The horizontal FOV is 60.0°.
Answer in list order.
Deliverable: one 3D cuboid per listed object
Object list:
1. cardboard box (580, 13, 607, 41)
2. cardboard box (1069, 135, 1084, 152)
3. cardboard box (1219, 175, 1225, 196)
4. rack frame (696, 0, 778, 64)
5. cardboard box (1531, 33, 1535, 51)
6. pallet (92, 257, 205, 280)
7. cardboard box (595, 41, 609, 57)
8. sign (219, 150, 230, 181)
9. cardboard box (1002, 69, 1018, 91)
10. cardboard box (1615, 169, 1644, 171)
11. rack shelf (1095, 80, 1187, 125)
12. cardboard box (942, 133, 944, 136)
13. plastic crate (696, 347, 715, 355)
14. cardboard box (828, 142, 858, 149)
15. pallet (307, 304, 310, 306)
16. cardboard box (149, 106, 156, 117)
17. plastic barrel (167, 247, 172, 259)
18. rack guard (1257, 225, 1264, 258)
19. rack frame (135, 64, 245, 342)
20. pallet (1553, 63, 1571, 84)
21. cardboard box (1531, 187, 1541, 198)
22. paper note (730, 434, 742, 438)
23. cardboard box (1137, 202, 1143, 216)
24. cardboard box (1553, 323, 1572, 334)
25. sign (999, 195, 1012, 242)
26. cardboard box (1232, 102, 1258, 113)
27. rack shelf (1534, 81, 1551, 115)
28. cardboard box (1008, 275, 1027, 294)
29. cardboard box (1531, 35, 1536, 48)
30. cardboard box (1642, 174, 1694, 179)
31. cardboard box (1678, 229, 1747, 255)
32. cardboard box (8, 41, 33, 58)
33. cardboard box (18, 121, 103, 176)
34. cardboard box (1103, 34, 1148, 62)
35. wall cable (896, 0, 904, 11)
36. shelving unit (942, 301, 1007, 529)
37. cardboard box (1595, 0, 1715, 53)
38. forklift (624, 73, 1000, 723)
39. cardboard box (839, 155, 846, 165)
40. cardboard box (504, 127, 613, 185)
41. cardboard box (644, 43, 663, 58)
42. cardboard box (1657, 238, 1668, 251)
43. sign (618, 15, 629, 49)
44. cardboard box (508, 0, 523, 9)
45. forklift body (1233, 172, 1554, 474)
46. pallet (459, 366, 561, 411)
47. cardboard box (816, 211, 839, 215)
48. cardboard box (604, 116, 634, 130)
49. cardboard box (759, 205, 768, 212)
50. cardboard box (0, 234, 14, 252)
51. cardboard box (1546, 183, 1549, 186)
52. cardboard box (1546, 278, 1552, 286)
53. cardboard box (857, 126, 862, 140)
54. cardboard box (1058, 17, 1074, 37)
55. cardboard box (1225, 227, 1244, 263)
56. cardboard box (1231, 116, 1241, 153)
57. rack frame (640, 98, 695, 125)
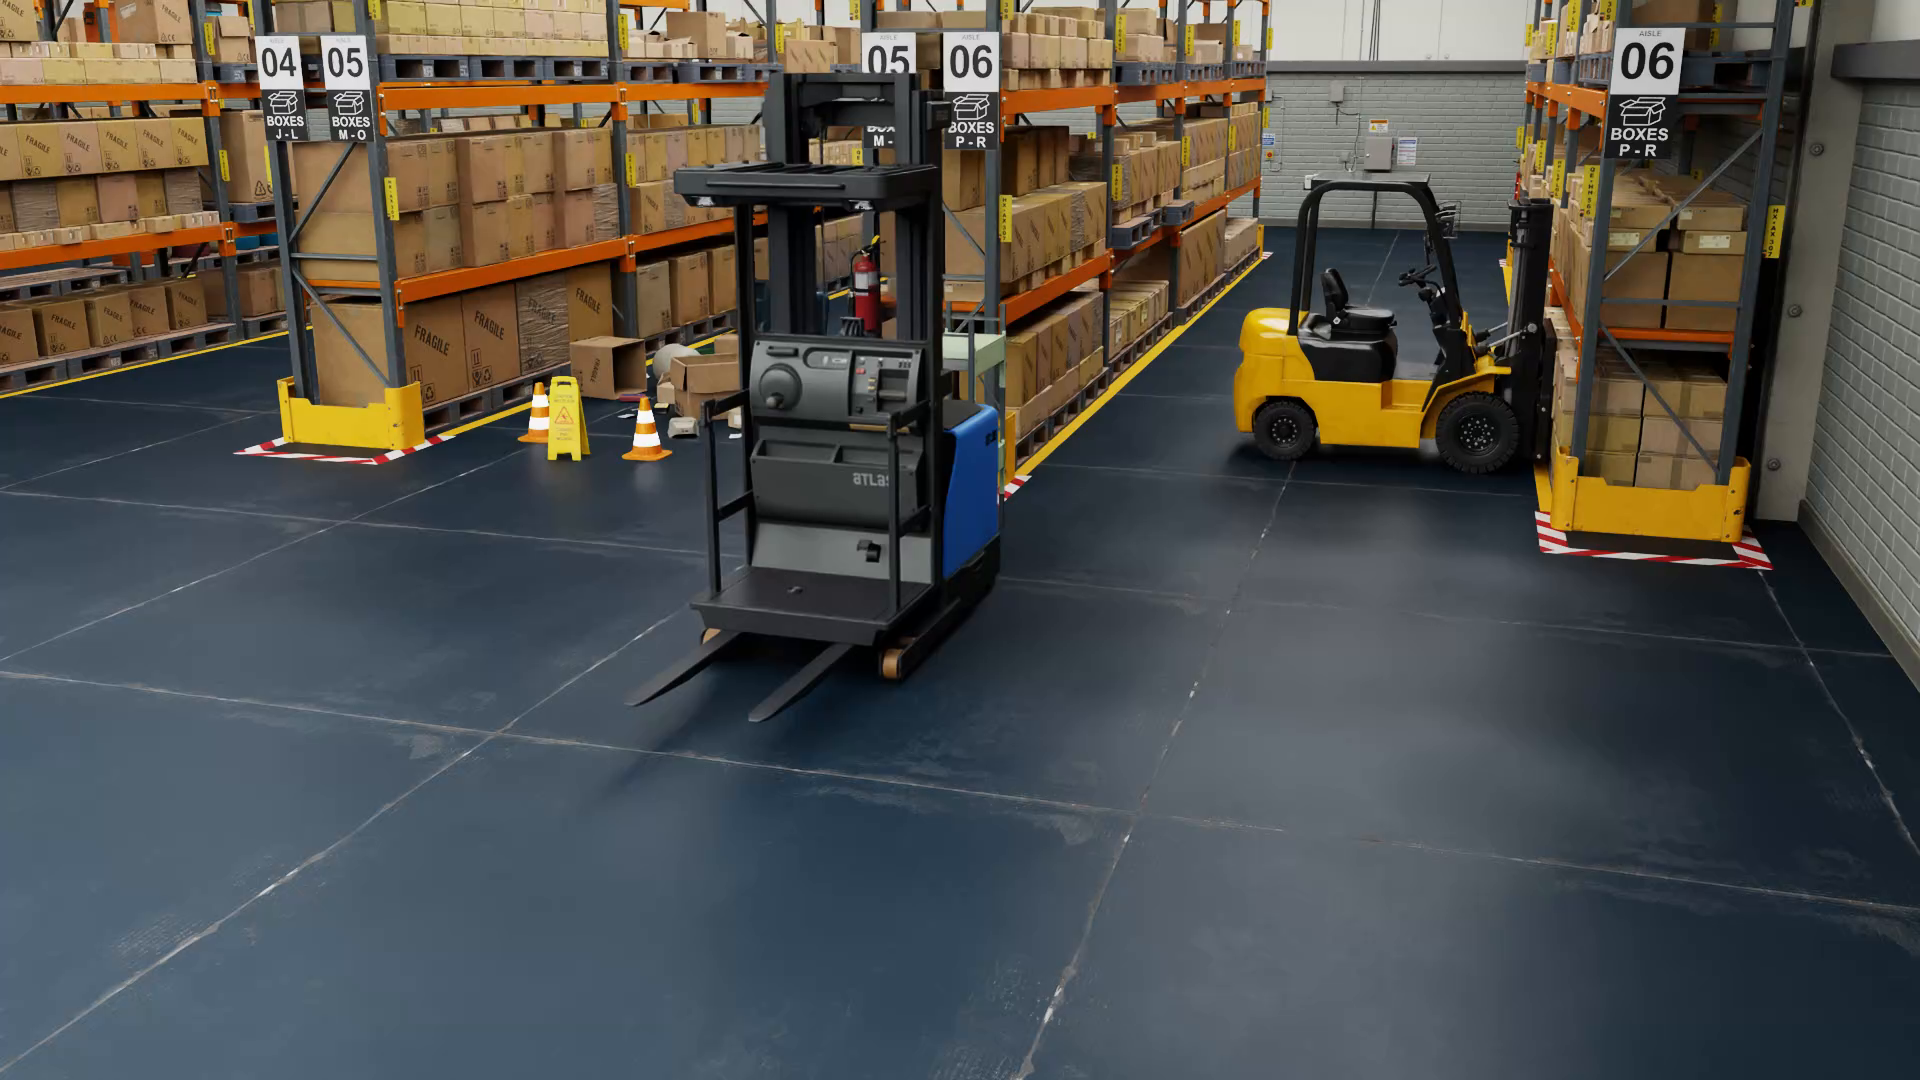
[{"bbox_3d":[-3.735,-4.922,15.965,0.500,0.250,0.500,4,16,15],"label":"cardboard box"},{"bbox_3d":[1.032,-3.974,16.656,0.380,0.149,0.250,4,16,14],"label":"cardboard box"},{"bbox_3d":[3.321,-4.833,22.646,0.500,0.250,0.500,4,16,15],"label":"cardboard box"},{"bbox_3d":[-2.704,-7.239,19.860,1.000,3.000,0.127,5,16,16],"label":"rack frame"},{"bbox_3d":[8.574,-7.231,24.142,0.500,0.250,0.500,5,16,15],"label":"cardboard box"},{"bbox_3d":[-11.996,-4.016,24.601,1.003,0.211,1.213,5,16,16],"label":"pallet"},{"bbox_3d":[-3.638,-4.759,16.120,0.380,0.149,0.250,5,16,16],"label":"cardboard box"},{"bbox_3d":[-8.045,-4.094,18.179,0.100,0.325,0.005,5,16,16],"label":"sign"},{"bbox_3d":[0.202,-3.286,11.882,0.380,0.149,0.250,5,16,16],"label":"cardboard box"},{"bbox_3d":[6.833,-3.731,17.114,0.380,0.149,0.250,5,16,16],"label":"cardboard box"},{"bbox_3d":[1.502,-4.569,17.263,1.077,0.370,4.000,5,16,16],"label":"rack shelf"},{"bbox_3d":[-0.070,-2.999,13.343,0.700,0.500,0.500,4,16,15],"label":"cardboard box"},{"bbox_3d":[-2.634,-1.834,16.847,0.662,0.188,0.450,-15,11,-41],"label":"plastic crate"},{"bbox_3d":[-1.645,-5.509,23.355,0.380,0.149,0.250,4,16,14],"label":"cardboard box"},{"bbox_3d":[-8.003,-2.900,20.667,1.003,0.211,1.213,5,16,16],"label":"pallet"},{"bbox_3d":[-14.949,-7.615,30.164,0.500,0.500,0.500,5,17,18],"label":"cardboard box"},{"bbox_3d":[-11.982,-4.437,24.766,0.421,0.512,0.421,0,16,0],"label":"plastic barrel"},{"bbox_3d":[4.351,-4.892,27.161,1.175,0.500,0.348,5,16,16],"label":"rack guard"},{"bbox_3d":[-8.568,-3.717,18.439,1.000,3.000,0.127,5,16,16],"label":"rack frame"},{"bbox_3d":[6.723,-4.779,17.031,1.213,0.211,1.003,5,17,18],"label":"pallet"},{"bbox_3d":[6.649,-3.894,18.753,0.380,0.149,0.250,5,17,17],"label":"cardboard box"},{"bbox_3d":[-1.843,-0.876,13.861,0.148,0.019,0.142,-1,16,-3],"label":"paper note"},{"bbox_3d":[1.665,-3.424,17.093,0.380,0.149,0.250,5,17,16],"label":"cardboard box"},{"bbox_3d":[4.970,-1.559,13.266,0.500,0.250,0.500,5,17,18],"label":"cardboard box"},{"bbox_3d":[0.317,-2.277,11.773,0.100,0.325,0.005,5,16,16],"label":"sign"},{"bbox_3d":[4.392,-6.678,25.672,0.380,0.149,0.250,4,16,15],"label":"cardboard box"},{"bbox_3d":[7.399,-5.232,19.599,1.077,0.370,4.000,5,16,16],"label":"rack shelf"},{"bbox_3d":[0.303,-1.985,12.790,0.380,0.149,0.250,4,16,14],"label":"cardboard box"},{"bbox_3d":[7.462,-6.329,21.113,0.380,0.149,0.250,5,17,17],"label":"cardboard box"},{"bbox_3d":[5.893,-2.961,13.856,0.380,0.149,0.250,5,16,16],"label":"cardboard box"},{"bbox_3d":[4.902,-1.947,10.826,0.380,0.149,0.250,4,16,14],"label":"cardboard box"},{"bbox_3d":[-9.002,-4.625,15.687,0.380,0.149,0.250,4,16,13],"label":"cardboard box"},{"bbox_3d":[-8.861,-3.858,16.375,0.500,0.500,0.500,5,16,16],"label":"cardboard box"},{"bbox_3d":[1.484,-4.644,15.712,0.500,0.250,0.500,4,16,14],"label":"cardboard box"},{"bbox_3d":[-0.246,-12.503,32.523,2.277,5.999,0.120,5,16,16],"label":"wall cable"},{"bbox_3d":[-0.002,-0.720,10.619,0.431,1.500,0.755,5,16,16],"label":"shelving unit"},{"bbox_3d":[4.836,-3.655,11.585,0.700,0.500,0.500,5,17,16],"label":"cardboard box"},{"bbox_3d":[-0.709,-0.826,8.371,1.130,2.935,3.031,5,17,18],"label":"forklift"},{"bbox_3d":[-1.787,-5.231,22.919,0.380,0.149,0.250,4,16,13],"label":"cardboard box"},{"bbox_3d":[-3.979,-3.804,16.491,0.875,0.550,0.550,5,16,16],"label":"cardboard box"},{"bbox_3d":[-3.308,-5.131,17.432,0.250,0.149,0.380,5,16,16],"label":"cardboard box"},{"bbox_3d":[5.091,-1.813,11.540,0.500,0.500,0.500,5,17,18],"label":"cardboard box"},{"bbox_3d":[-3.309,-4.994,16.348,0.100,0.325,0.005,5,16,16],"label":"sign"},{"bbox_3d":[-4.071,-4.745,14.609,0.380,0.149,0.250,5,17,17],"label":"cardboard box"},{"bbox_3d":[3.347,-1.748,13.050,2.313,2.155,1.214,5,16,16],"label":"forklift body"},{"bbox_3d":[-4.477,-1.452,15.561,1.003,0.211,1.213,5,16,16],"label":"pallet"},{"bbox_3d":[-2.031,-4.587,23.941,0.500,0.250,0.500,4,16,13],"label":"cardboard box"},{"bbox_3d":[-5.622,-6.612,27.001,0.500,0.500,0.500,4,16,14],"label":"cardboard box"},{"bbox_3d":[-2.575,-4.262,20.176,0.500,0.500,0.500,5,16,16],"label":"cardboard box"},{"bbox_3d":[-9.169,-2.801,15.669,0.380,0.149,0.250,5,16,16],"label":"cardboard box"},{"bbox_3d":[6.327,-3.552,17.213,0.500,0.250,0.500,5,17,18],"label":"cardboard box"},{"bbox_3d":[6.462,-2.337,17.156,0.875,0.625,0.625,5,17,18],"label":"cardboard box"},{"bbox_3d":[-1.206,-6.171,24.527,0.500,0.500,0.500,5,17,17],"label":"cardboard box"},{"bbox_3d":[0.704,-4.142,13.437,0.380,0.149,0.250,5,17,17],"label":"cardboard box"},{"bbox_3d":[3.742,-4.402,24.776,0.875,0.438,0.875,4,16,14],"label":"cardboard box"},{"bbox_3d":[3.724,-5.809,23.795,0.500,0.500,0.500,4,16,15],"label":"cardboard box"},{"bbox_3d":[-5.158,-6.857,29.507,1.000,3.000,0.127,5,16,16],"label":"rack frame"}]
